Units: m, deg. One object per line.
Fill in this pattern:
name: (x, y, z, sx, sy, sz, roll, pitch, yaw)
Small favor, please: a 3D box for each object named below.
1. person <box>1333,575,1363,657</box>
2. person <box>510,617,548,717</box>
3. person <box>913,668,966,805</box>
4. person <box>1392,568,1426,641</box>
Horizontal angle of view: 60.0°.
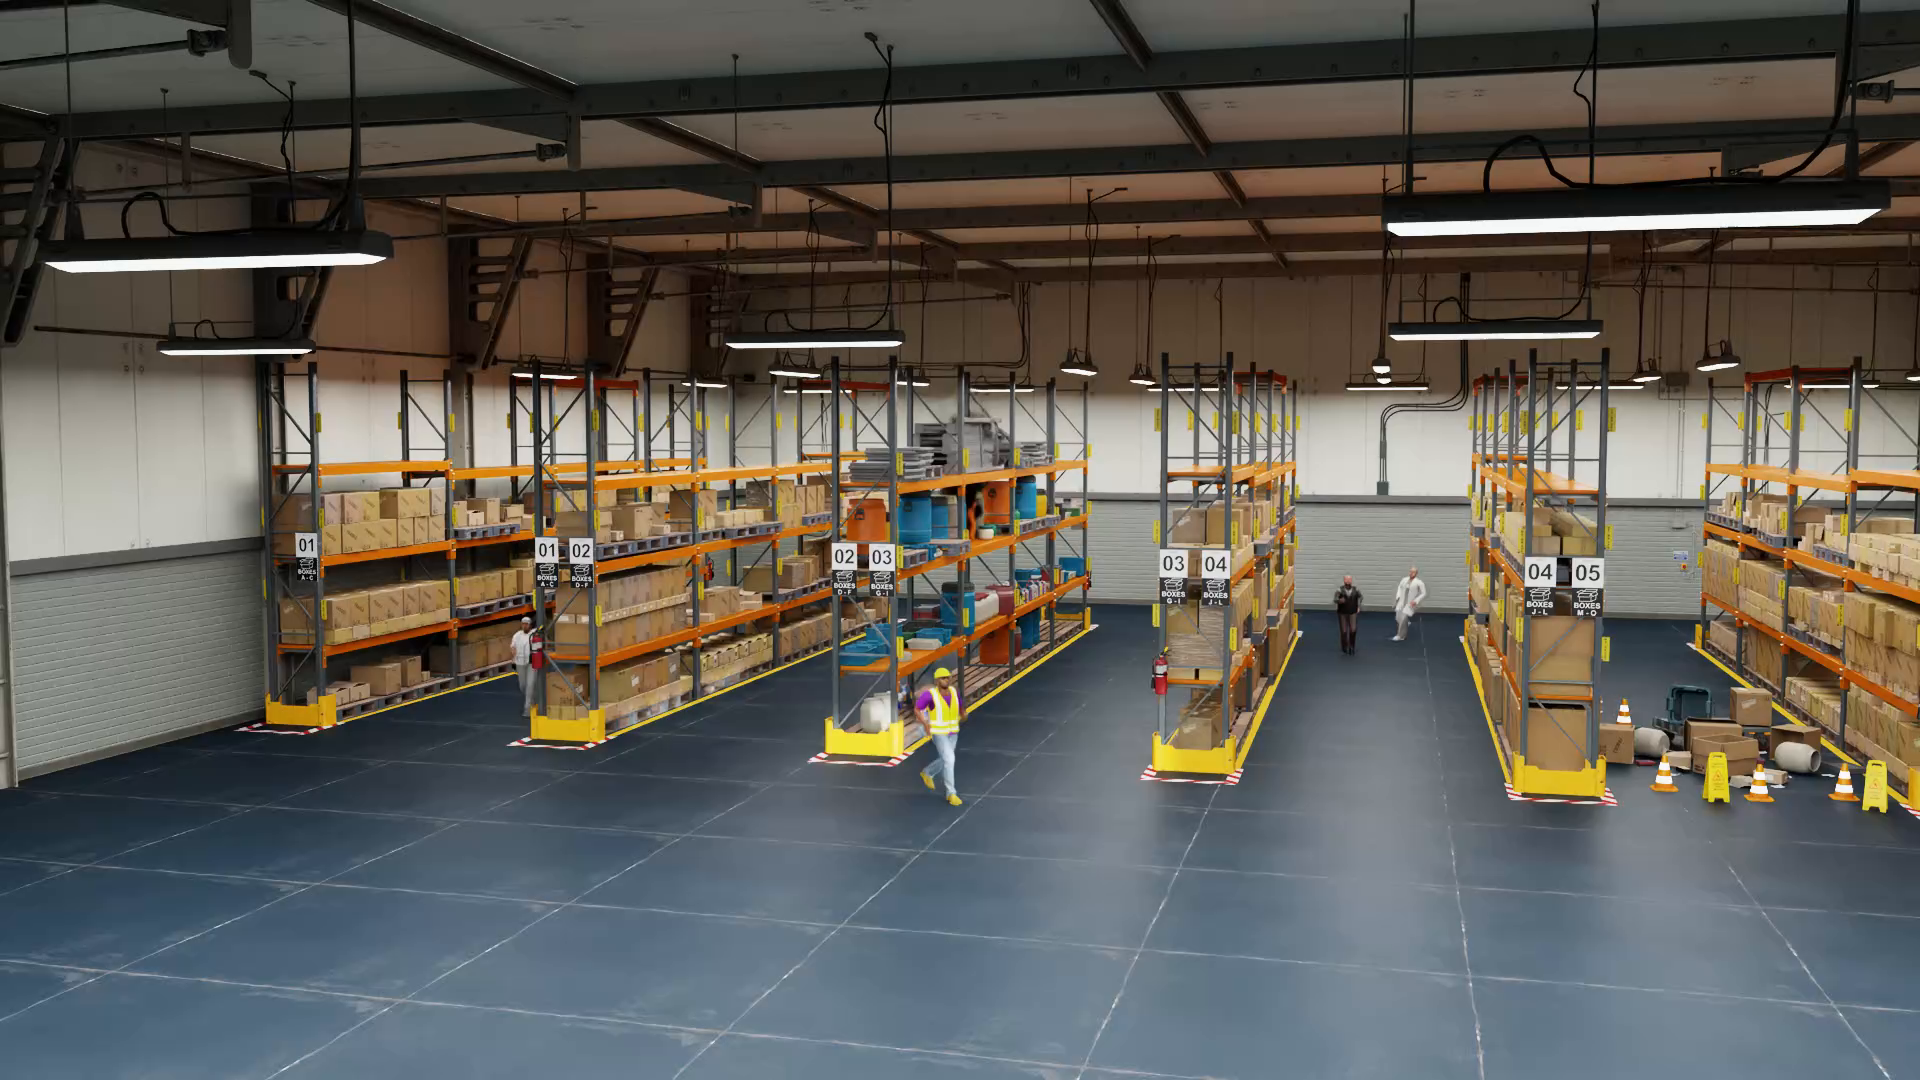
person: (8.350, 1.632, 35.781, 0.637, 1.763, 0.711, 1, 4, 11)
person: (-7.443, 2.151, 28.629, 0.609, 1.667, 0.921, 0, 4, 0)
person: (-0.223, 2.570, 22.094, 0.686, 1.774, 0.895, -3, 5, -38)
person: (10.317, 1.473, 38.117, 0.743, 1.692, 0.592, 4, 6, 44)
